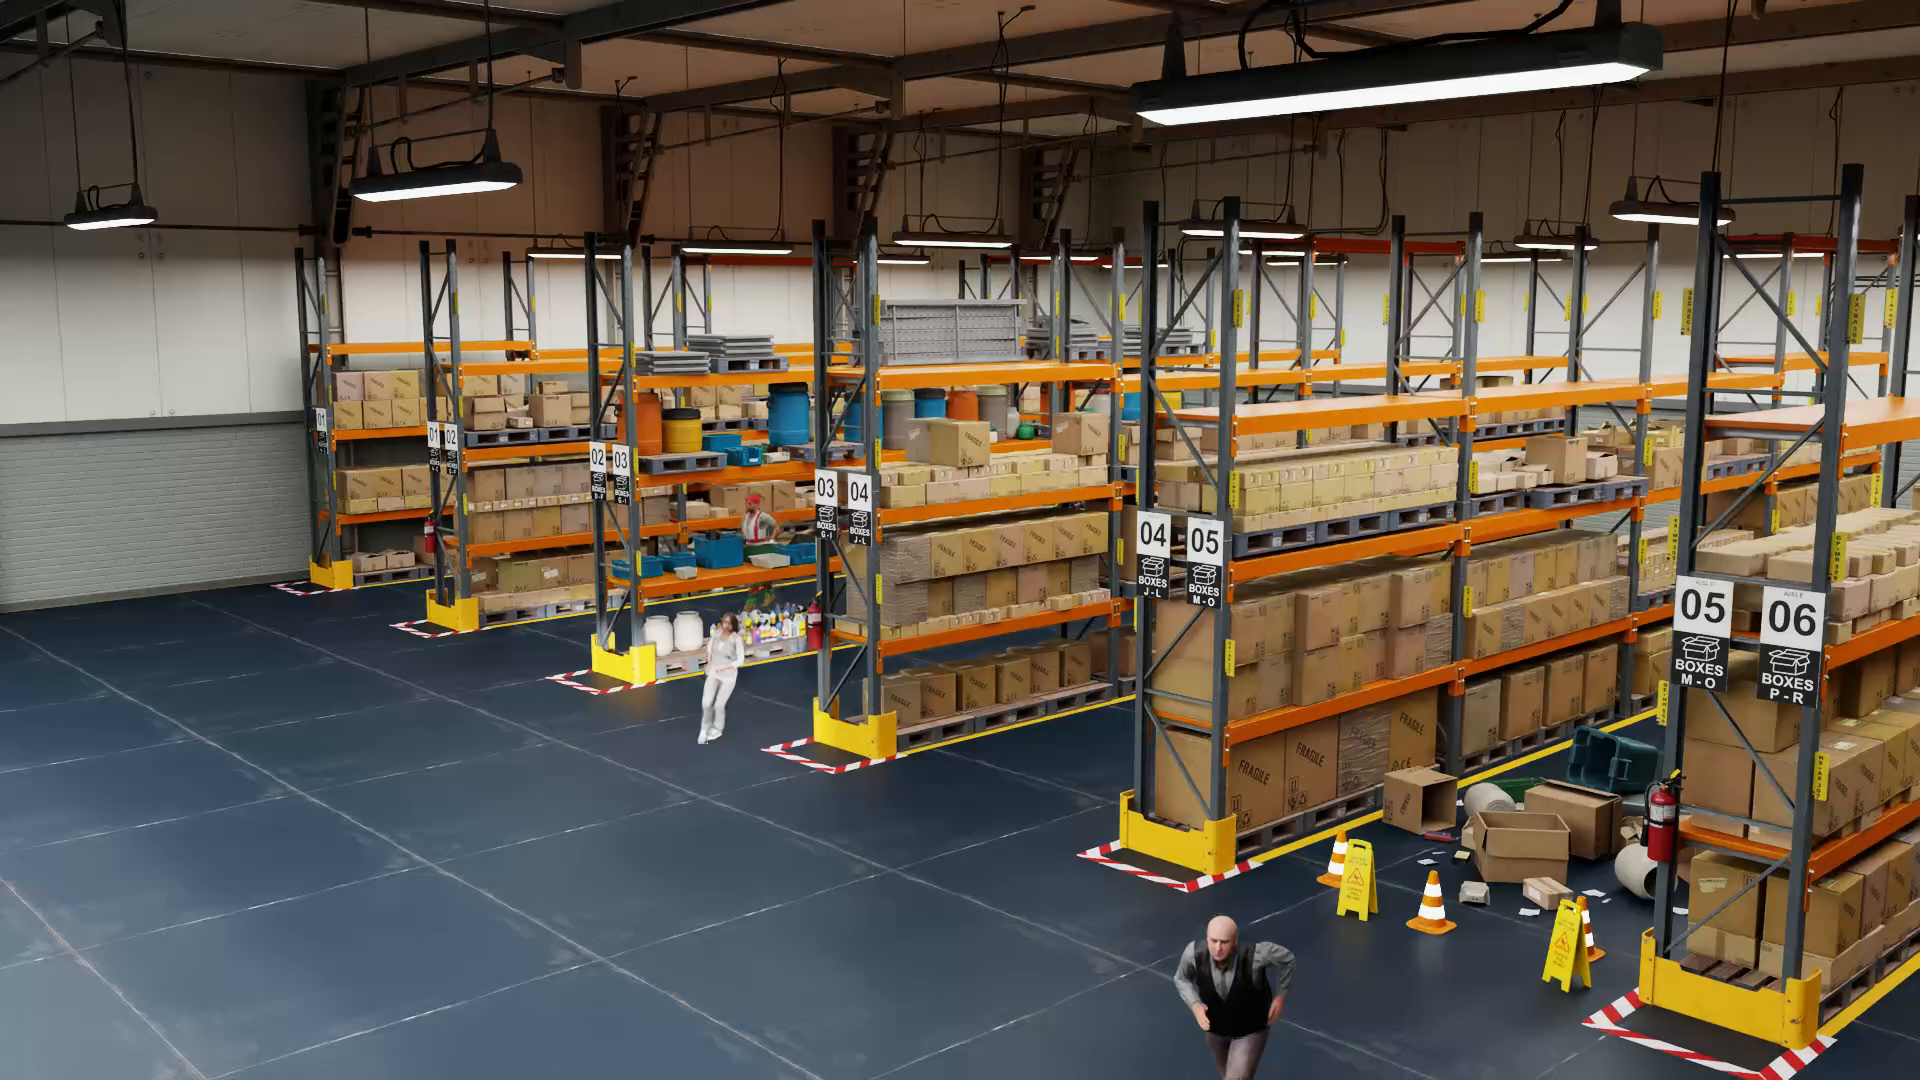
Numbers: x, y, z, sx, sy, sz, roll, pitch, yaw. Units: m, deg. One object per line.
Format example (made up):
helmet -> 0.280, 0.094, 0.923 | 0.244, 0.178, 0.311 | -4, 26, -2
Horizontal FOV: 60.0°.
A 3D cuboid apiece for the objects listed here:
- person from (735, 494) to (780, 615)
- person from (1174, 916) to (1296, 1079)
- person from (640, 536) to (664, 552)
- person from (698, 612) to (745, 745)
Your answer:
person -> -3.159, 0.203, 25.846 | 0.680, 1.850, 0.795 | 8, 12, 44
person -> 1.659, 2.940, 9.973 | 0.701, 1.682, 0.993 | 3, 9, 21
person -> -5.843, -0.218, 31.033 | 0.673, 1.759, 0.850 | 6, 10, 36
person -> -2.754, 1.598, 19.180 | 0.582, 1.564, 0.590 | 2, 9, 10
